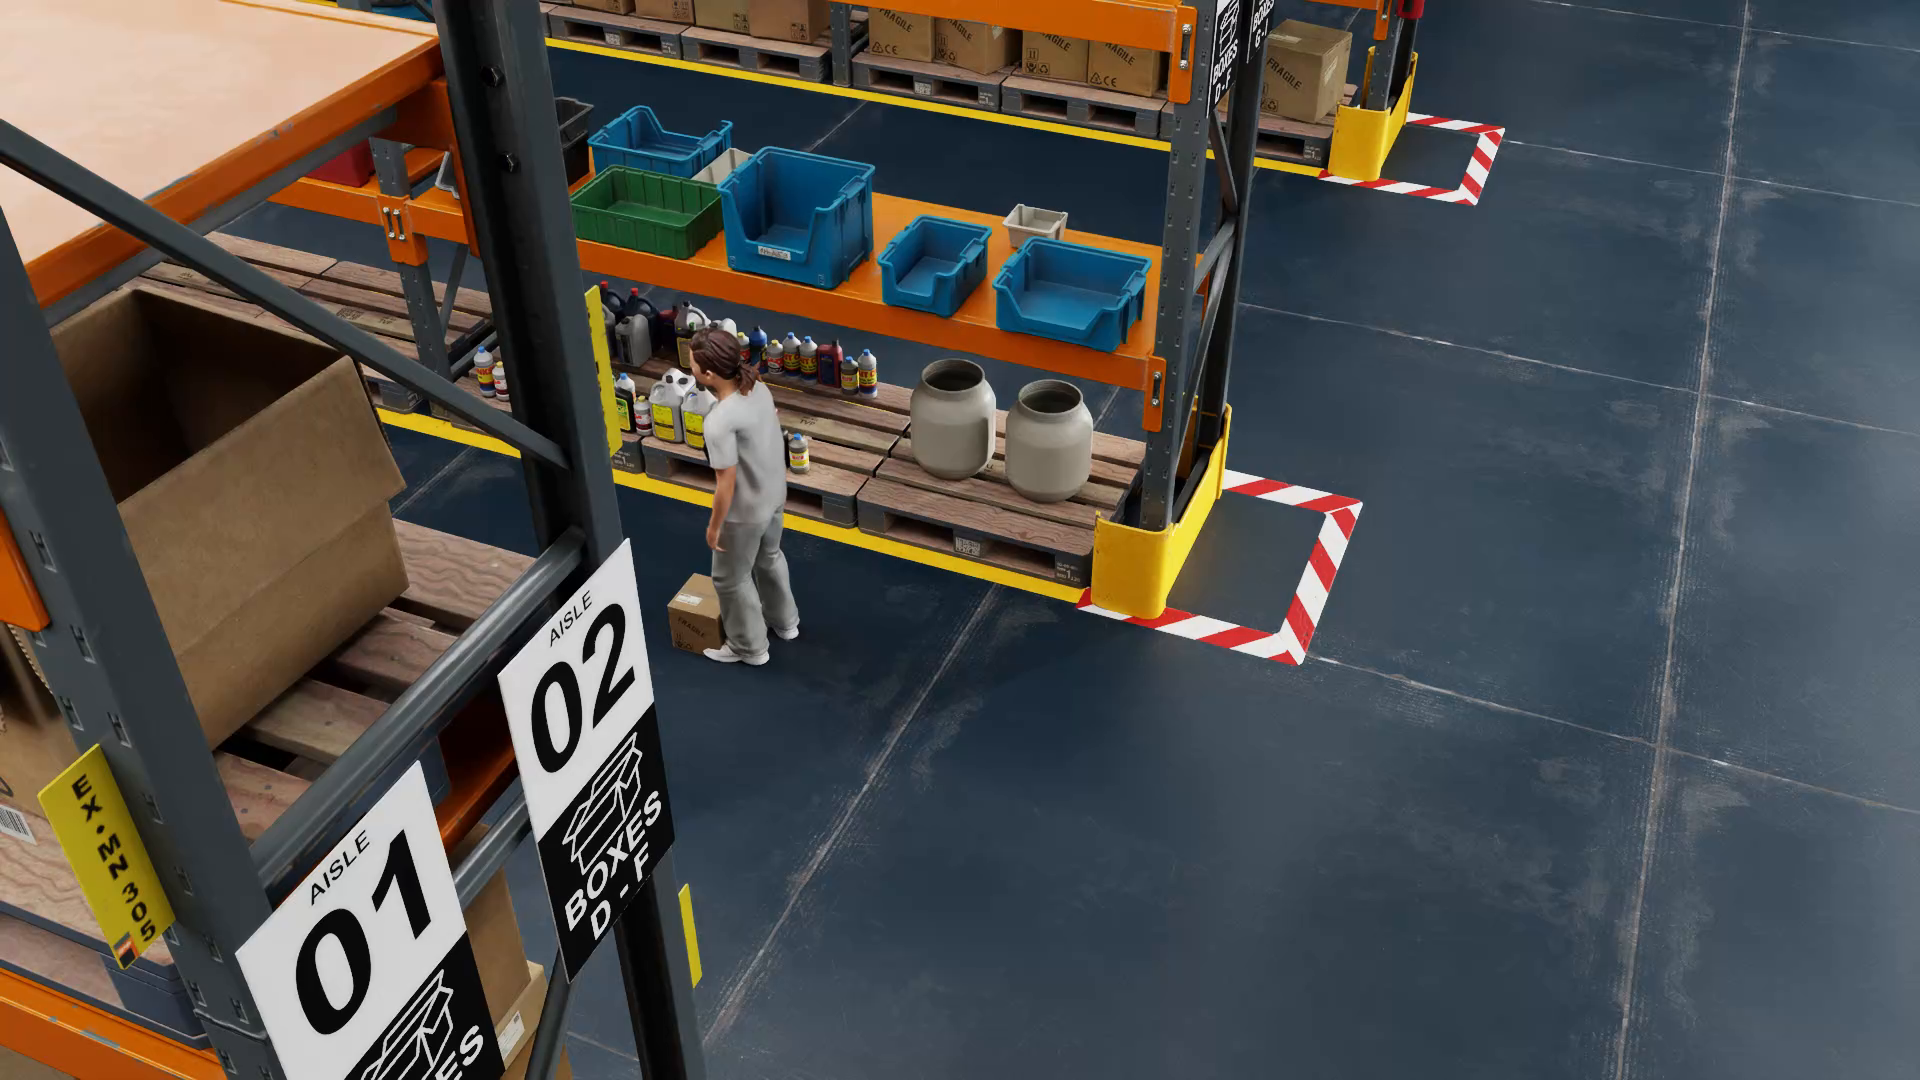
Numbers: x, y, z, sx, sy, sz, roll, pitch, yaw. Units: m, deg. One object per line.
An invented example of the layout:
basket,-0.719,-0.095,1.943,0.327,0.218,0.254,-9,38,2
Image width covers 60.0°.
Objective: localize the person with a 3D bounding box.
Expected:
person,-0.938,-0.168,7.038,0.407,1.673,0.511,13,39,16
